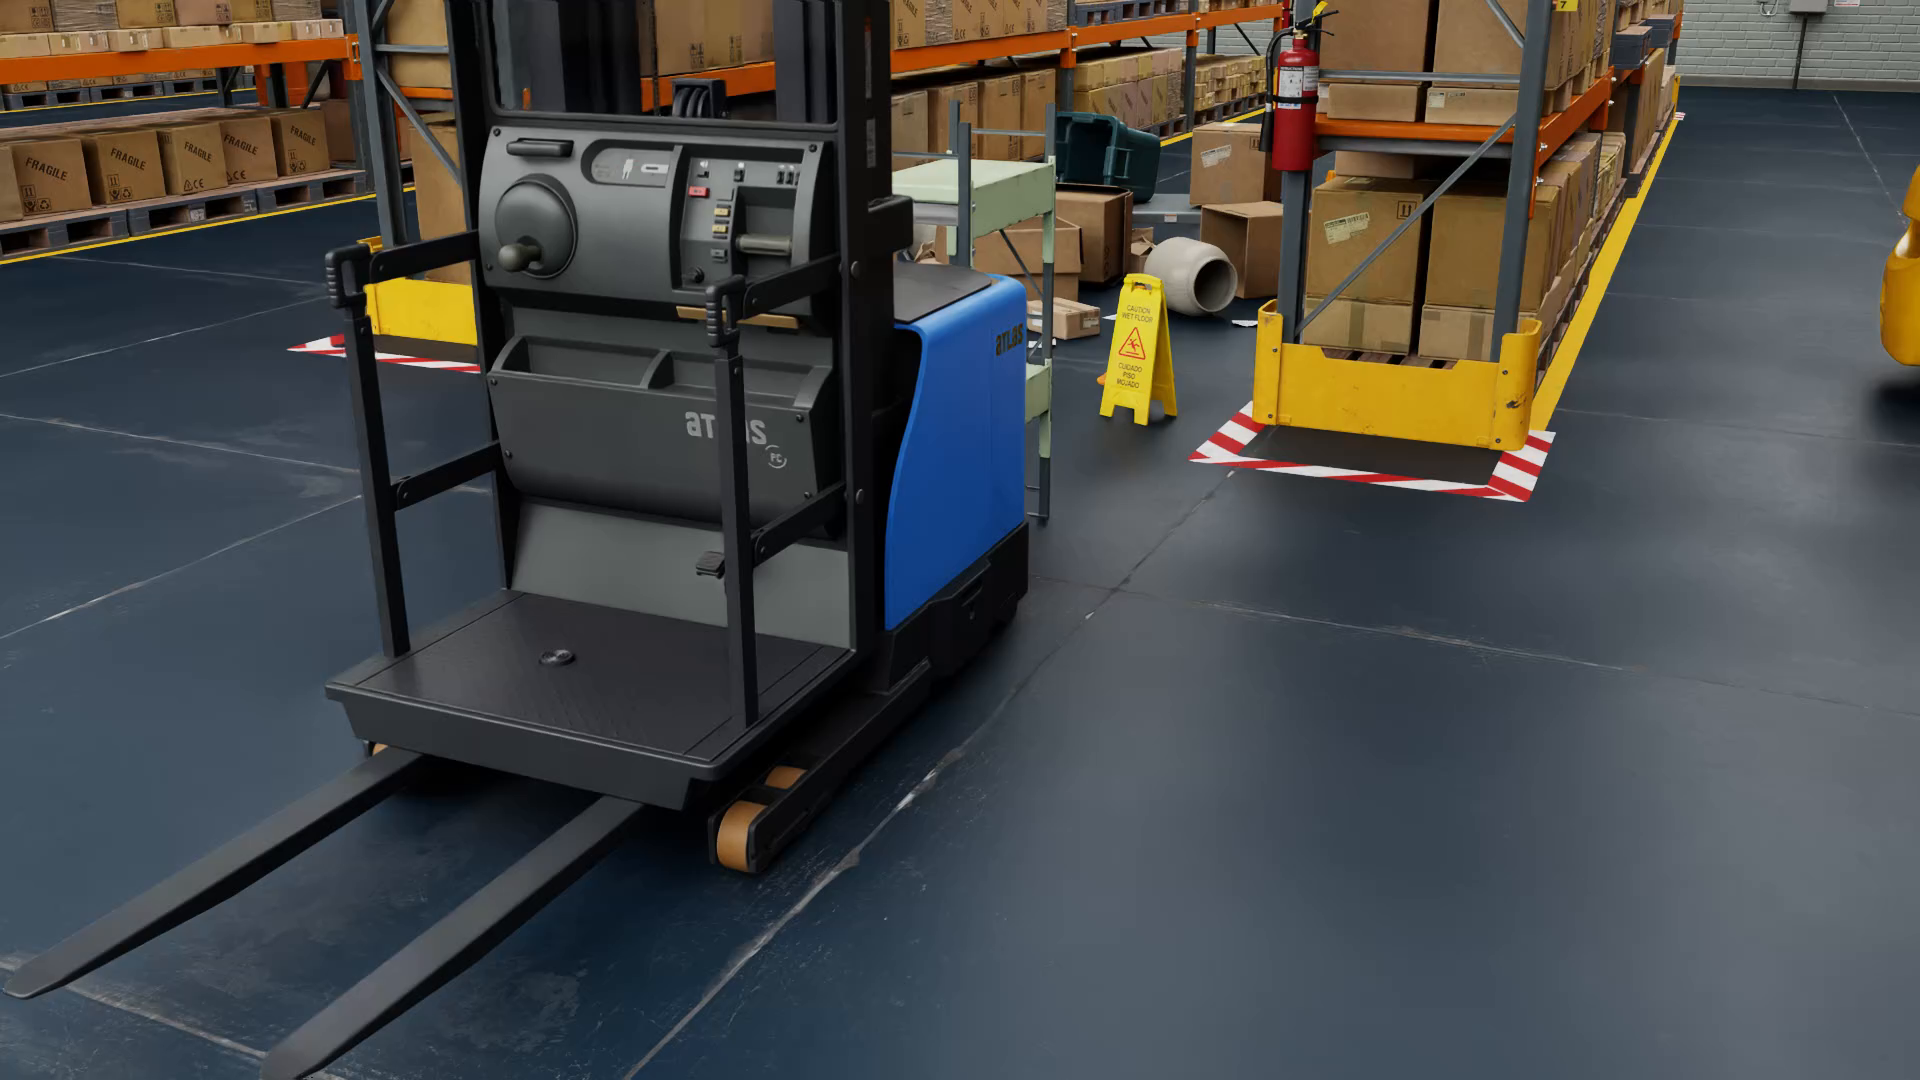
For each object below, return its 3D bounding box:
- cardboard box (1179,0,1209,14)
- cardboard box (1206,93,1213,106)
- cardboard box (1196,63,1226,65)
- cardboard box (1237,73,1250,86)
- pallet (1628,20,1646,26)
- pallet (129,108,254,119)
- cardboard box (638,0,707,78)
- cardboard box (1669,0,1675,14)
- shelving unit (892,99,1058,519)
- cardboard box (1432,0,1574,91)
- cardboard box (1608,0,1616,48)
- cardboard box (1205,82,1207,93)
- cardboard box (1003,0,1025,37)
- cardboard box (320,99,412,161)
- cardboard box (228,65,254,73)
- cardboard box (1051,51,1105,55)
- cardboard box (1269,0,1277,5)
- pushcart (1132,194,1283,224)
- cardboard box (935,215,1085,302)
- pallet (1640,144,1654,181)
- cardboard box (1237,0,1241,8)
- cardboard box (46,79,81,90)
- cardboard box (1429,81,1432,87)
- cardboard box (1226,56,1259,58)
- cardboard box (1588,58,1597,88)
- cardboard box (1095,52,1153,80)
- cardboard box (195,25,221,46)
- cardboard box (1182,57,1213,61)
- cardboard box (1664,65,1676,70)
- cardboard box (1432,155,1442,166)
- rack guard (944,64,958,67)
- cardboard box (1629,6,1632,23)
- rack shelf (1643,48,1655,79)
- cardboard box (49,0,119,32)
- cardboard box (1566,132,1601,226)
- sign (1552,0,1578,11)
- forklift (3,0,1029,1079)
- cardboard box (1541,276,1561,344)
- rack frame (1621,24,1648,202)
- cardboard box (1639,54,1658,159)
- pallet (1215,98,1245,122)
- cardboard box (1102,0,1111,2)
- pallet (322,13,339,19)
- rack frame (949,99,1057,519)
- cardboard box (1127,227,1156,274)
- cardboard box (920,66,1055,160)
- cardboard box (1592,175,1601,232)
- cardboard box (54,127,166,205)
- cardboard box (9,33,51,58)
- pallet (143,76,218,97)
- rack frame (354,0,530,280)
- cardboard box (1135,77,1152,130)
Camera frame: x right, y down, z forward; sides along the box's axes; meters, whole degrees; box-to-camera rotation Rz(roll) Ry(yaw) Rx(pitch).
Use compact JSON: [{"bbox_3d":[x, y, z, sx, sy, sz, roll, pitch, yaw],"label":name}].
[{"bbox_3d":[2.637,-6.131,19.106,0.380,0.149,0.250,9,22,25],"label":"cardboard box"},{"bbox_3d":[2.828,-5.294,20.005,0.380,0.149,0.250,8,21,22],"label":"cardboard box"},{"bbox_3d":[3.079,-5.823,20.607,0.380,0.149,0.250,8,21,20],"label":"cardboard box"},{"bbox_3d":[3.493,-5.905,21.281,0.380,0.149,0.250,9,21,24],"label":"cardboard box"},{"bbox_3d":[4.369,-3.635,12.000,1.003,0.211,1.213,9,21,23],"label":"pallet"},{"bbox_3d":[-8.770,-4.830,19.236,1.003,0.211,1.213,9,21,23],"label":"pallet"},{"bbox_3d":[-2.031,-3.054,9.857,0.875,0.550,0.550,9,21,23],"label":"cardboard box"},{"bbox_3d":[7.211,-5.714,17.409,0.500,0.500,0.500,9,22,24],"label":"cardboard box"},{"bbox_3d":[-0.003,-0.705,5.712,0.431,1.500,0.755,9,21,23],"label":"shelving unit"},{"bbox_3d":[2.313,-2.185,7.042,0.500,0.500,0.500,8,21,22],"label":"cardboard box"},{"bbox_3d":[3.549,-3.131,9.702,0.500,0.500,0.500,8,21,21],"label":"cardboard box"},{"bbox_3d":[2.752,-5.438,19.967,0.380,0.149,0.250,8,21,22],"label":"cardboard box"},{"bbox_3d":[0.235,-4.552,14.143,0.500,0.500,0.500,8,21,22],"label":"cardboard box"},{"bbox_3d":[-5.266,-3.687,14.935,0.700,0.500,0.500,7,21,19],"label":"cardboard box"},{"bbox_3d":[-10.928,-7.318,25.426,0.500,0.311,0.500,9,21,23],"label":"cardboard box"},{"bbox_3d":[1.250,-5.073,17.740,0.500,0.250,0.500,9,22,25],"label":"cardboard box"},{"bbox_3d":[3.985,-7.173,22.037,0.380,0.149,0.250,9,21,23],"label":"cardboard box"},{"bbox_3d":[1.404,-2.175,11.523,1.648,0.377,0.936,1,20,4],"label":"pushcart"},{"bbox_3d":[0.276,-1.599,9.713,0.797,0.503,0.637,-5,20,-15],"label":"cardboard box"},{"bbox_3d":[6.035,-3.625,15.846,1.003,0.211,1.213,9,21,23],"label":"pallet"},{"bbox_3d":[3.283,-6.708,20.730,0.380,0.149,0.250,9,21,24],"label":"cardboard box"},{"bbox_3d":[-12.279,-6.347,22.412,0.500,0.500,0.500,8,21,21],"label":"cardboard box"},{"bbox_3d":[2.262,-2.226,8.126,0.380,0.149,0.250,9,21,23],"label":"cardboard box"},{"bbox_3d":[3.720,-6.299,21.946,0.380,0.149,0.250,9,21,24],"label":"cardboard box"},{"bbox_3d":[3.237,-2.544,9.020,0.380,0.149,0.250,8,21,22],"label":"cardboard box"},{"bbox_3d":[1.722,-5.000,17.535,0.500,0.250,0.500,8,21,20],"label":"cardboard box"},{"bbox_3d":[-5.914,-3.873,12.759,0.380,0.149,0.250,9,21,23],"label":"cardboard box"},{"bbox_3d":[3.087,-6.204,21.677,0.380,0.149,0.250,7,21,20],"label":"cardboard box"},{"bbox_3d":[8.239,-5.557,20.315,0.875,0.438,0.875,8,21,21],"label":"cardboard box"},{"bbox_3d":[2.261,-2.011,8.536,0.380,0.149,0.250,10,22,25],"label":"cardboard box"},{"bbox_3d":[-0.613,-6.971,24.825,1.175,0.500,0.348,9,21,23],"label":"rack guard"},{"bbox_3d":[4.422,-3.639,11.473,0.380,0.149,0.250,9,21,23],"label":"cardboard box"},{"bbox_3d":[5.961,-4.609,15.525,1.077,0.370,4.000,9,21,23],"label":"rack shelf"},{"bbox_3d":[-6.585,-3.918,11.917,0.875,0.500,0.500,9,21,23],"label":"cardboard box"},{"bbox_3d":[3.507,-2.151,9.899,0.500,0.500,0.500,8,21,22],"label":"cardboard box"},{"bbox_3d":[2.361,-2.224,6.454,0.100,0.325,0.005,9,21,23],"label":"sign"},{"bbox_3d":[-0.831,-0.777,3.780,1.130,2.935,3.031,8,21,22],"label":"forklift"},{"bbox_3d":[2.665,-1.157,8.221,0.500,0.250,0.500,9,22,25],"label":"cardboard box"},{"bbox_3d":[5.142,-4.336,13.685,1.000,3.000,0.127,9,21,23],"label":"rack frame"},{"bbox_3d":[5.870,-4.005,15.297,0.875,0.875,0.875,9,21,23],"label":"cardboard box"},{"bbox_3d":[2.964,-5.478,21.057,1.003,0.211,1.213,9,21,23],"label":"pallet"},{"bbox_3d":[1.281,-5.420,16.482,0.380,0.149,0.250,10,22,25],"label":"cardboard box"},{"bbox_3d":[-5.091,-4.596,14.703,1.003,0.211,1.213,9,21,23],"label":"pallet"},{"bbox_3d":[0.147,-0.816,6.026,0.400,1.500,0.023,9,21,23],"label":"rack frame"},{"bbox_3d":[1.212,-1.871,10.833,0.258,0.266,0.396,-5,20,-15],"label":"cardboard box"},{"bbox_3d":[0.253,-3.949,15.326,1.050,0.750,0.750,8,21,22],"label":"cardboard box"},{"bbox_3d":[3.717,-2.234,11.068,0.950,0.372,0.625,9,21,23],"label":"cardboard box"},{"bbox_3d":[-6.417,-2.835,12.569,0.500,0.500,0.500,11,22,28],"label":"cardboard box"},{"bbox_3d":[-6.521,-3.414,11.467,0.380,0.149,0.250,9,21,23],"label":"cardboard box"},{"bbox_3d":[-11.596,-6.711,24.526,1.003,0.211,1.213,9,21,23],"label":"pallet"},{"bbox_3d":[-2.691,-2.539,8.631,1.000,3.000,0.127,9,21,23],"label":"rack frame"},{"bbox_3d":[1.725,-4.654,17.681,0.500,0.500,0.500,8,21,22],"label":"cardboard box"}]
